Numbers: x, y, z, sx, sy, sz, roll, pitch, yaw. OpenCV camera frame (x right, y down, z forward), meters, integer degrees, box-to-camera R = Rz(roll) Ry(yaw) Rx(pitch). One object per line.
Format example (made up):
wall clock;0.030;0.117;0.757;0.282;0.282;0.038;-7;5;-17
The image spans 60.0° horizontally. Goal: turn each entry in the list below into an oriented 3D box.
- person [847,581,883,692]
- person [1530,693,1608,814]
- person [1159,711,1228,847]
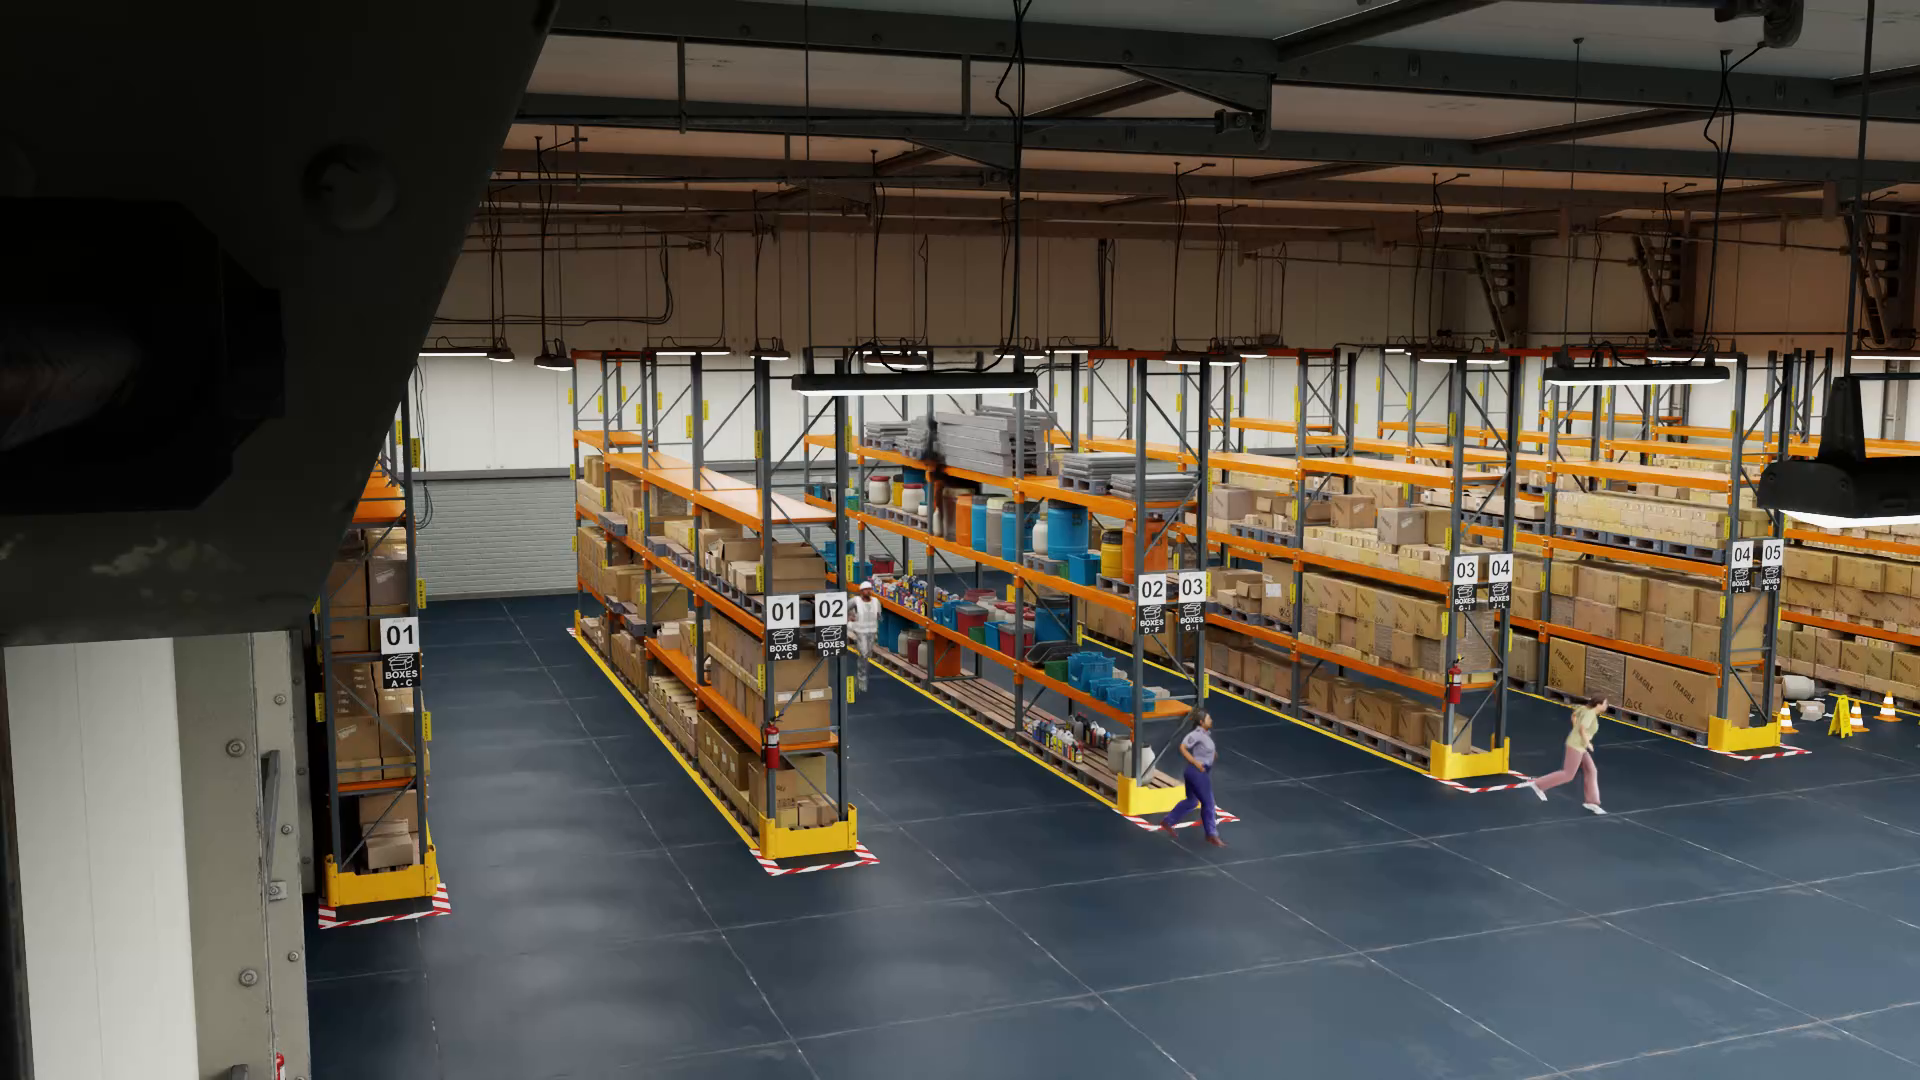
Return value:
person;-1.608;1.646;28.529;0.653;1.886;0.730;-4;8;-31
person;8.107;2.817;22.109;0.980;1.636;0.600;1;7;11
person;2.957;2.958;20.827;0.848;1.667;0.616;2;7;13
